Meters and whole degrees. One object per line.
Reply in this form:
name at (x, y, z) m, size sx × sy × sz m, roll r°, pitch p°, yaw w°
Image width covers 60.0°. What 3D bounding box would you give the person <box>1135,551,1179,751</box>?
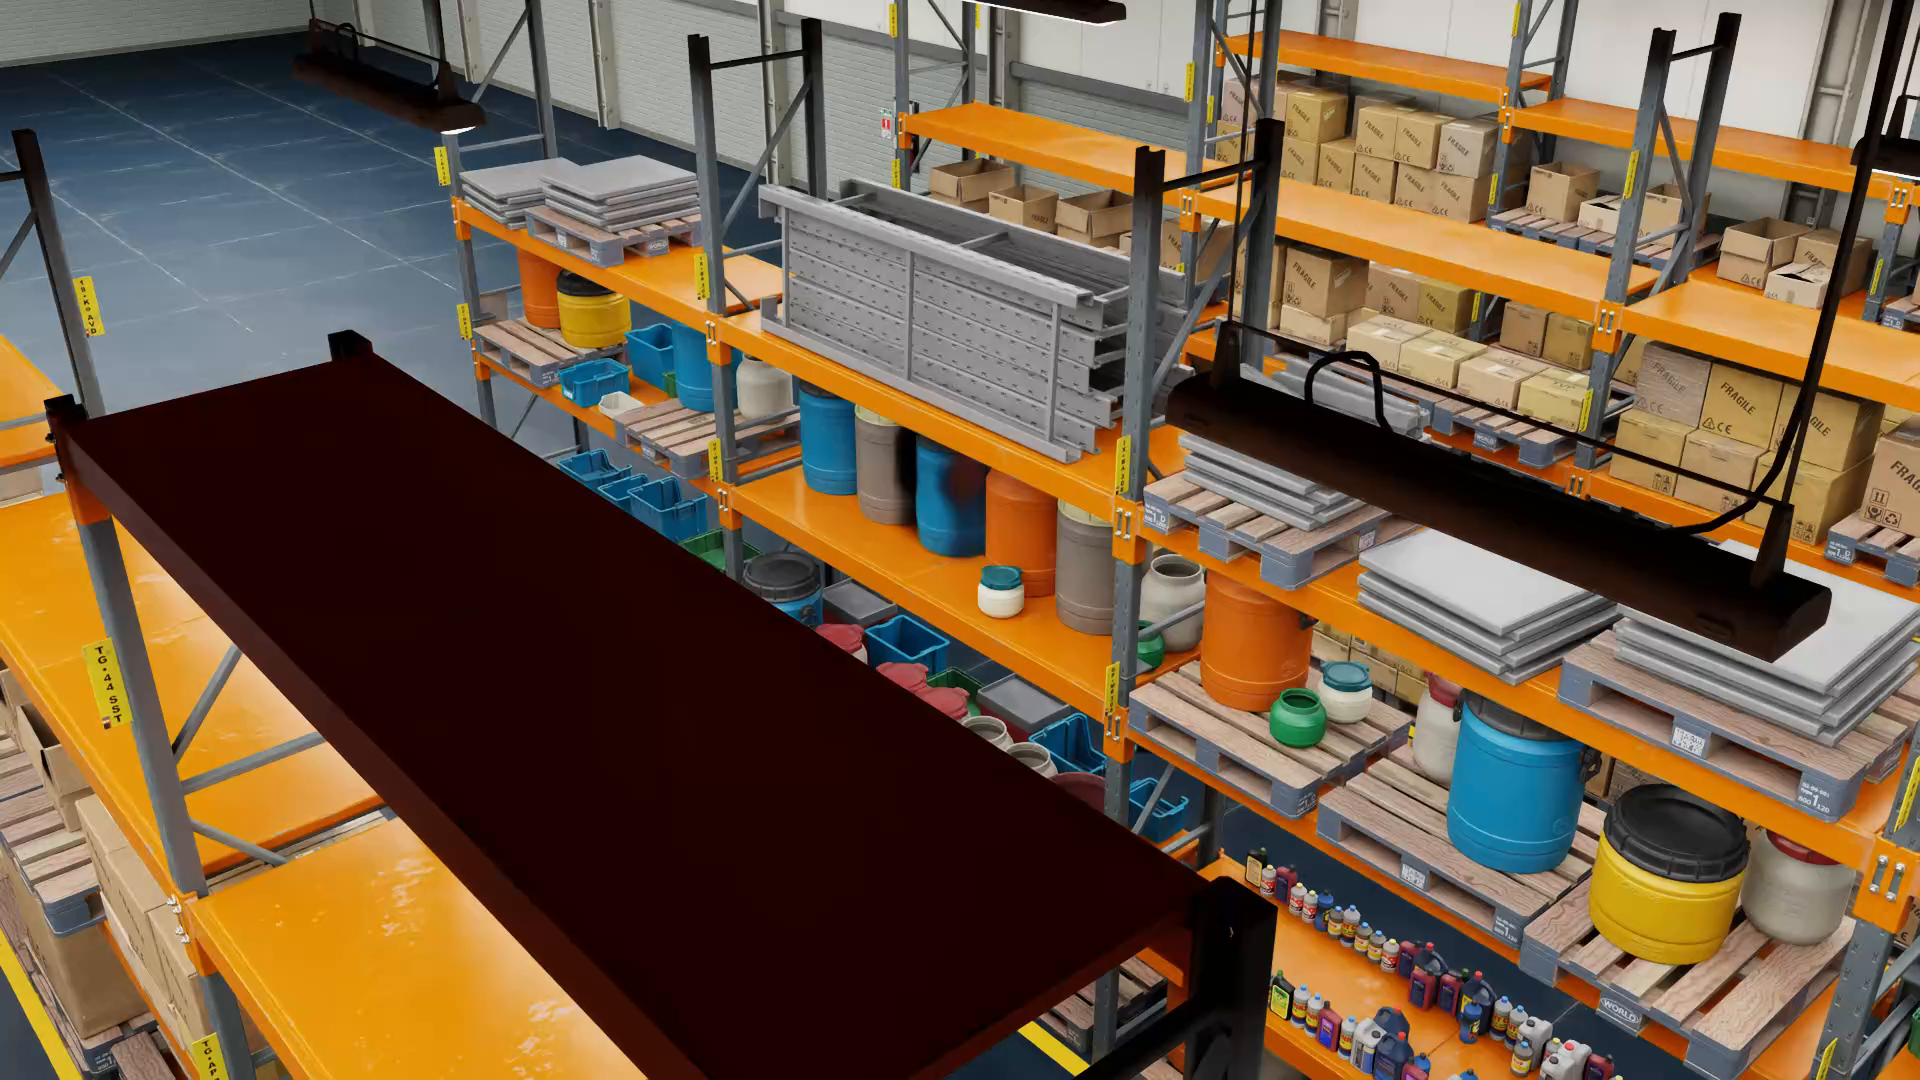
person at (1.795, 0.884, 13.962) m, size 0.663 × 1.692 × 0.692 m, roll 3°, pitch 27°, yaw 5°
